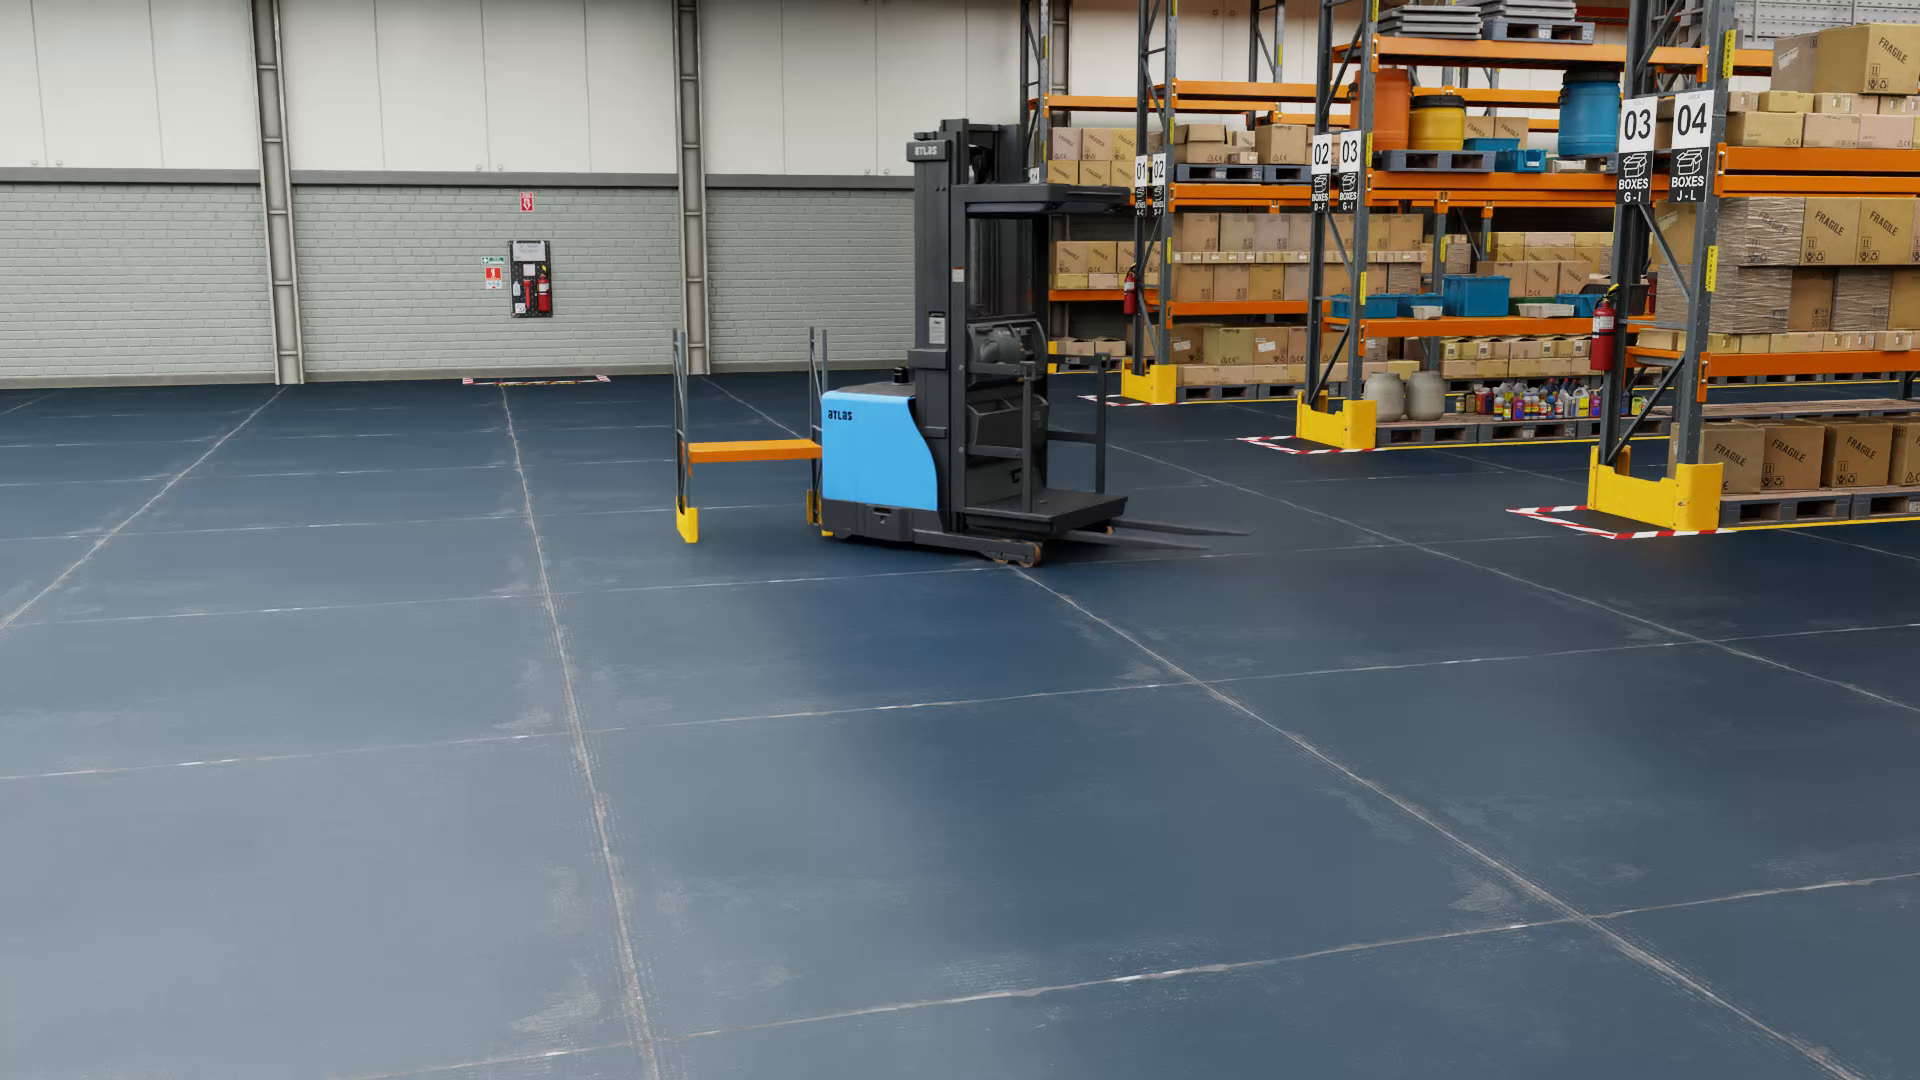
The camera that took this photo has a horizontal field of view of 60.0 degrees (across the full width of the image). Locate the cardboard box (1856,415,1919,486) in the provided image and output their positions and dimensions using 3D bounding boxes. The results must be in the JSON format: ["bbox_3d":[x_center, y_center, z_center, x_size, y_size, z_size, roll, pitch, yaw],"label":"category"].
[{"bbox_3d":[7.633,-0.733,13.485,0.500,0.500,0.500,-4,11,-21],"label":"cardboard box"}]

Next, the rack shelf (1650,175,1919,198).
[{"bbox_3d":[9.686,-3.928,18.798,4.000,0.370,1.077,-3,11,-16],"label":"rack shelf"}]

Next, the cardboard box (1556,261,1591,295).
[{"bbox_3d":[8.619,-3.730,23.747,0.500,0.500,0.500,-4,11,-19],"label":"cardboard box"}]

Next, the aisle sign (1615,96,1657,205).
[{"bbox_3d":[5.166,-2.969,12.709,0.004,0.787,0.394,-3,11,-16],"label":"aisle sign"}]

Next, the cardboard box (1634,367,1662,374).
[{"bbox_3d":[9.788,-2.554,24.069,0.500,0.250,0.500,-3,11,-15],"label":"cardboard box"}]

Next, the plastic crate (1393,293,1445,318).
[{"bbox_3d":[4.947,-2.539,17.962,0.408,0.251,0.499,-3,11,-16],"label":"plastic crate"}]

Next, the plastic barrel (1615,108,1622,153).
[{"bbox_3d":[7.297,-4.454,18.202,0.421,0.512,0.421,0,10,0],"label":"plastic barrel"}]

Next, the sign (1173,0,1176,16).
[{"bbox_3d":[2.693,-6.755,20.866,0.005,0.325,0.100,-3,11,-16],"label":"sign"}]

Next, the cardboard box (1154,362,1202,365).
[{"bbox_3d":[2.977,-2.297,22.671,0.500,0.250,0.500,-3,11,-16],"label":"cardboard box"}]

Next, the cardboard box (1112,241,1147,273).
[{"bbox_3d":[2.674,-4.550,26.764,0.500,0.500,0.500,-3,11,-18],"label":"cardboard box"}]

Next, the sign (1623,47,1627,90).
[{"bbox_3d":[5.174,-3.650,12.856,0.005,0.325,0.100,-3,11,-16],"label":"sign"}]

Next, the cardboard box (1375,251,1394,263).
[{"bbox_3d":[5.695,-3.858,22.648,0.250,0.149,0.380,-3,11,-18],"label":"cardboard box"}]

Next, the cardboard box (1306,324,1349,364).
[{"bbox_3d":[5.038,-2.679,22.675,0.500,0.500,0.500,-3,11,-16],"label":"cardboard box"}]

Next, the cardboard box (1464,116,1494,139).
[{"bbox_3d":[6.988,-5.567,22.902,0.500,0.500,0.500,-3,11,-15],"label":"cardboard box"}]

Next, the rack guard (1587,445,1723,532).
[{"bbox_3d":[5.382,-0.416,12.926,0.348,0.500,1.175,-3,11,-16],"label":"rack guard"}]

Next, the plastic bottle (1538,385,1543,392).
[{"bbox_3d":[6.523,-1.606,18.773,0.133,0.283,0.061,-3,11,-13],"label":"plastic bottle"}]

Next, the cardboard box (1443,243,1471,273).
[{"bbox_3d":[8.389,-4.870,28.722,0.500,0.500,0.700,-4,11,-23],"label":"cardboard box"}]

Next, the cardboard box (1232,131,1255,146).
[{"bbox_3d":[4.591,-6.381,27.043,0.500,0.500,0.500,-4,11,-21],"label":"cardboard box"}]

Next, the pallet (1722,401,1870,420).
[{"bbox_3d":[9.682,-1.442,19.299,1.213,0.211,1.003,-3,11,-16],"label":"pallet"}]

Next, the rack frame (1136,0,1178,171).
[{"bbox_3d":[2.544,-6.314,21.491,0.127,3.000,1.000,-3,11,-16],"label":"rack frame"}]

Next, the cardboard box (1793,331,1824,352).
[{"bbox_3d":[6.374,-1.527,12.748,0.250,0.149,0.380,-3,11,-16],"label":"cardboard box"}]

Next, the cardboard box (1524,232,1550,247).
[{"bbox_3d":[9.861,-5.209,28.834,0.500,0.250,0.500,-3,11,-17],"label":"cardboard box"}]

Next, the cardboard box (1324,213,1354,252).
[{"bbox_3d":[4.995,-4.179,22.602,0.500,0.500,0.700,-3,11,-16],"label":"cardboard box"}]

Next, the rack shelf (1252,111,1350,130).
[{"bbox_3d":[6.917,-6.928,27.918,4.000,0.370,1.077,-3,11,-16],"label":"rack shelf"}]

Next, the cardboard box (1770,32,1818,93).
[{"bbox_3d":[6.727,-3.681,12.991,0.500,0.500,0.500,-3,11,-16],"label":"cardboard box"}]

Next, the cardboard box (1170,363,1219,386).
[{"bbox_3d":[3.121,-2.207,22.182,0.500,0.250,0.500,-3,11,-16],"label":"cardboard box"}]

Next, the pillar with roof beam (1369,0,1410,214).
[{"bbox_3d":[8.551,-6.916,24.761,0.548,9.000,9.100,-3,11,-16],"label":"pillar with roof beam"}]

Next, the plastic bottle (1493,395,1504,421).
[{"bbox_3d":[5.753,-1.415,17.767,0.097,0.271,0.097,0,10,0],"label":"plastic bottle"}]

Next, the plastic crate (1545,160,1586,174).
[{"bbox_3d":[6.338,-3.899,17.384,0.396,0.136,0.243,-3,11,-16],"label":"plastic crate"}]

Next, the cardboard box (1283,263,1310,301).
[{"bbox_3d":[4.482,-3.513,22.569,0.500,0.500,0.700,-3,11,-14],"label":"cardboard box"}]

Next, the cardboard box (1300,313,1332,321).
[{"bbox_3d":[6.121,-3.846,28.271,0.500,0.250,0.500,-3,11,-17],"label":"cardboard box"}]

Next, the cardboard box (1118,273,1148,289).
[{"bbox_3d":[2.699,-4.184,26.847,0.500,0.250,0.500,-3,11,-17],"label":"cardboard box"}]

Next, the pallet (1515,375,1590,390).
[{"bbox_3d":[8.255,-2.301,23.964,1.213,0.211,1.003,-3,11,-16],"label":"pallet"}]

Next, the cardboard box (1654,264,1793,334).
[{"bbox_3d":[5.845,-1.860,12.768,0.500,0.500,0.875,-3,11,-16],"label":"cardboard box"}]

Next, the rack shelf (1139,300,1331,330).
[{"bbox_3d":[4.465,-3.111,22.649,4.000,0.370,1.077,-3,11,-16],"label":"rack shelf"}]

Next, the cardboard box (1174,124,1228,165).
[{"bbox_3d":[3.097,-5.194,21.856,0.637,0.503,0.797,-2,11,-12],"label":"cardboard box"}]

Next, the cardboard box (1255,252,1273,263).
[{"bbox_3d":[3.972,-3.767,22.156,0.250,0.149,0.380,-3,11,-18],"label":"cardboard box"}]

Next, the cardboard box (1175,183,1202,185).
[{"bbox_3d":[3.570,-5.835,26.840,0.500,0.500,0.500,-3,11,-18],"label":"cardboard box"}]

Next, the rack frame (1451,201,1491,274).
[{"bbox_3d":[8.837,-4.630,28.910,0.127,3.000,1.000,-3,11,-16],"label":"rack frame"}]

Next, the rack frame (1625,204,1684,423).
[{"bbox_3d":[7.766,-2.705,18.455,0.127,3.000,1.000,-3,11,-16],"label":"rack frame"}]

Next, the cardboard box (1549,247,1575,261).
[{"bbox_3d":[10.357,-4.865,29.034,0.500,0.500,0.500,-3,11,-16],"label":"cardboard box"}]

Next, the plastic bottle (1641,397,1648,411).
[{"bbox_3d":[7.504,-1.473,18.275,0.097,0.201,0.097,0,10,0],"label":"plastic bottle"}]

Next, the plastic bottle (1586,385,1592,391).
[{"bbox_3d":[7.065,-1.606,18.772,0.133,0.283,0.061,-3,11,-16],"label":"plastic bottle"}]

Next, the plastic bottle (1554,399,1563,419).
[{"bbox_3d":[6.471,-1.418,17.979,0.097,0.201,0.097,0,10,0],"label":"plastic bottle"}]

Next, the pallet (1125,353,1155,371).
[{"bbox_3d":[3.188,-2.953,27.506,1.213,0.211,1.003,-3,11,-16],"label":"pallet"}]

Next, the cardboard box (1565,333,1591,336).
[{"bbox_3d":[9.138,-2.895,24.374,0.500,0.311,0.500,-3,11,-17],"label":"cardboard box"}]

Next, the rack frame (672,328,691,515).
[{"bbox_3d":[-2.021,-0.769,12.082,0.032,1.500,0.500,-3,11,-17],"label":"rack frame"}]

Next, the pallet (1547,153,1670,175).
[{"bbox_3d":[7.100,-4.034,17.910,1.003,0.211,1.213,-3,11,-16],"label":"pallet"}]

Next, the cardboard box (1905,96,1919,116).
[{"bbox_3d":[7.123,-3.293,12.680,0.250,0.149,0.380,-3,11,-17],"label":"cardboard box"}]

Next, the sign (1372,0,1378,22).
[{"bbox_3d":[4.075,-5.254,16.311,0.005,0.325,0.100,-3,11,-16],"label":"sign"}]

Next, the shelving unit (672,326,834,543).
[{"bbox_3d":[-1.525,-0.797,12.229,1.083,1.500,0.587,-3,11,-17],"label":"shelving unit"}]

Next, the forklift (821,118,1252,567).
[{"bbox_3d":[0.502,-1.369,11.386,3.031,2.935,1.130,7,13,33],"label":"forklift"}]
